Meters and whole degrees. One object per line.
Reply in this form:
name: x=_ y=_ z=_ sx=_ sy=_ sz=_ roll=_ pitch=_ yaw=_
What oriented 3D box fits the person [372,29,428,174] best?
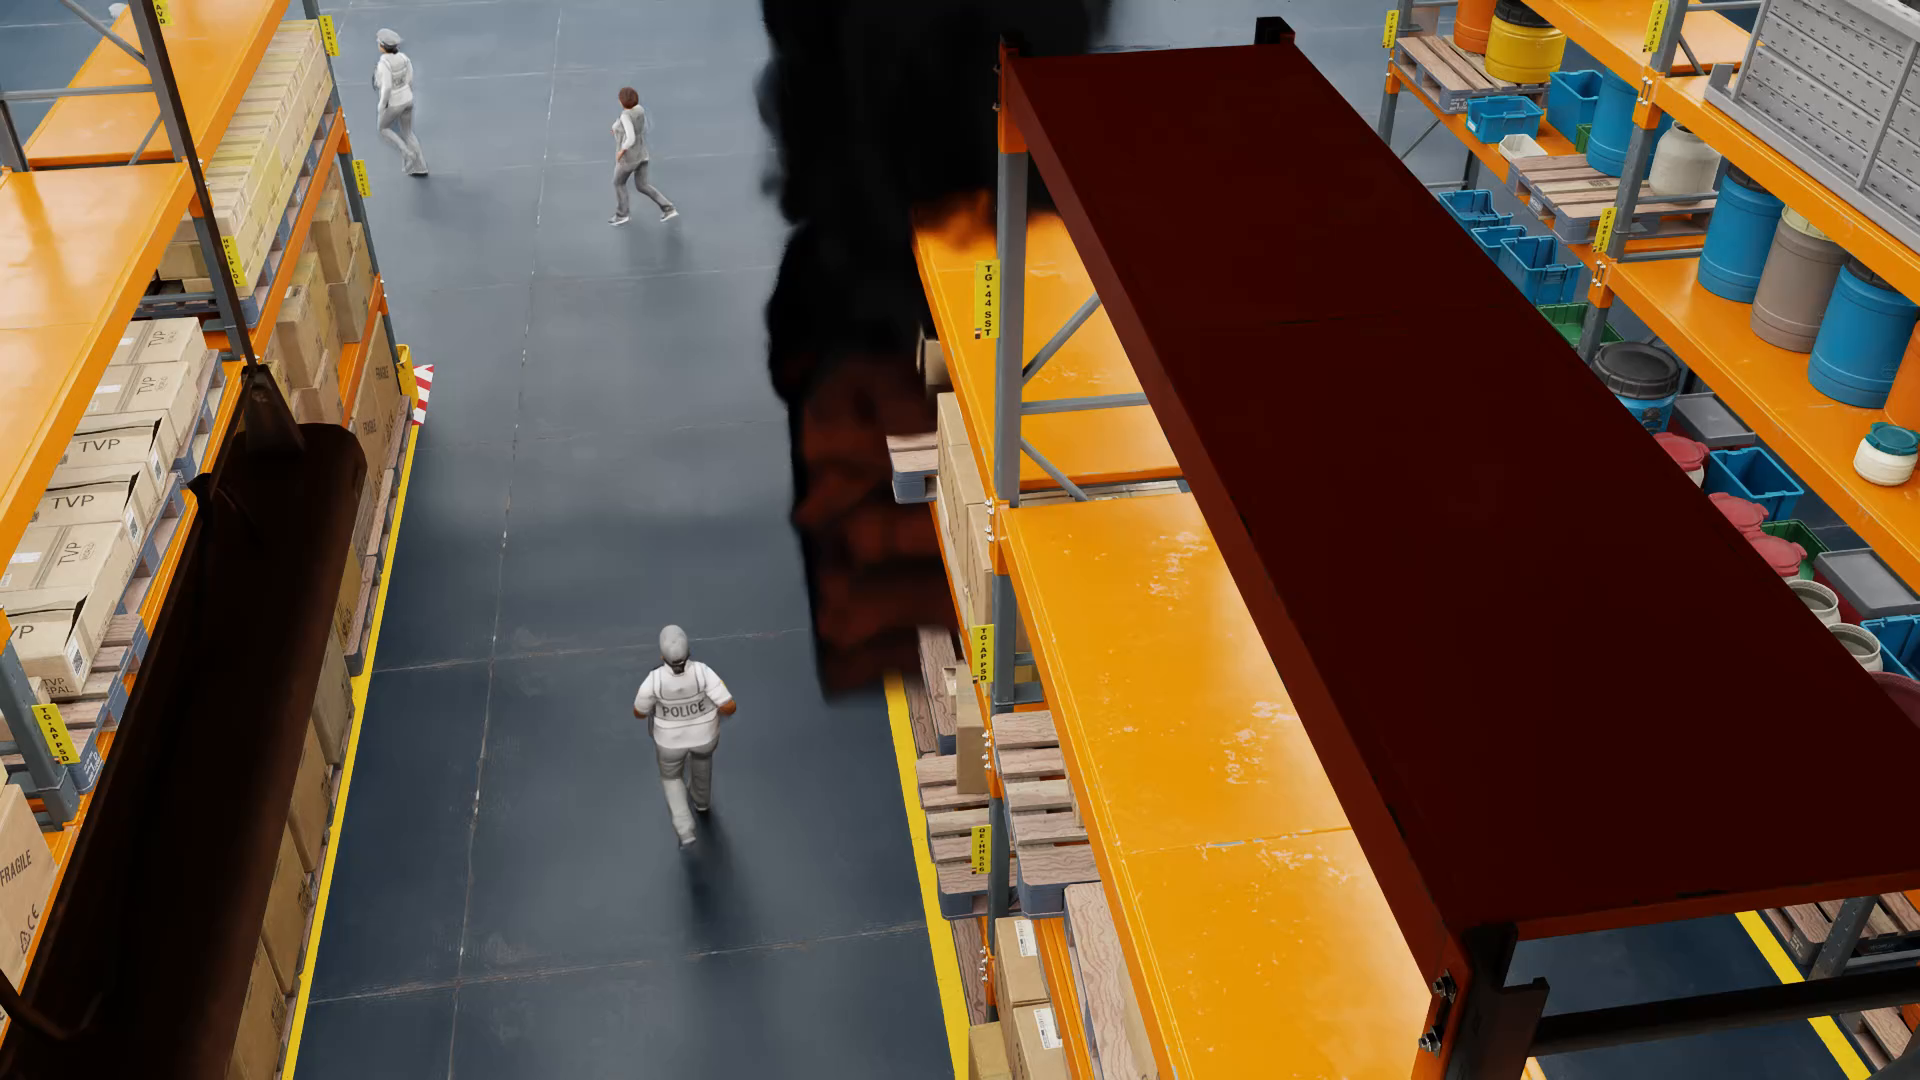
person: x=-6.399 y=-4.942 z=18.778 sx=0.569 sy=1.654 sz=0.597 roll=19 pitch=40 yaw=24

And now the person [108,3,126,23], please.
person: x=-9.482 y=-5.329 z=19.240 sx=0.571 sy=1.750 sz=0.669 roll=23 pitch=42 yaw=28

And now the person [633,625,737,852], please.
person: x=-1.705 y=1.221 z=10.406 sx=0.620 sy=1.635 sz=0.843 roll=-10 pitch=37 yaw=-13

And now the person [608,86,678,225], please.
person: x=-3.446 y=-4.013 z=17.584 sx=0.884 sy=1.594 sz=0.553 roll=17 pitch=40 yaw=22
